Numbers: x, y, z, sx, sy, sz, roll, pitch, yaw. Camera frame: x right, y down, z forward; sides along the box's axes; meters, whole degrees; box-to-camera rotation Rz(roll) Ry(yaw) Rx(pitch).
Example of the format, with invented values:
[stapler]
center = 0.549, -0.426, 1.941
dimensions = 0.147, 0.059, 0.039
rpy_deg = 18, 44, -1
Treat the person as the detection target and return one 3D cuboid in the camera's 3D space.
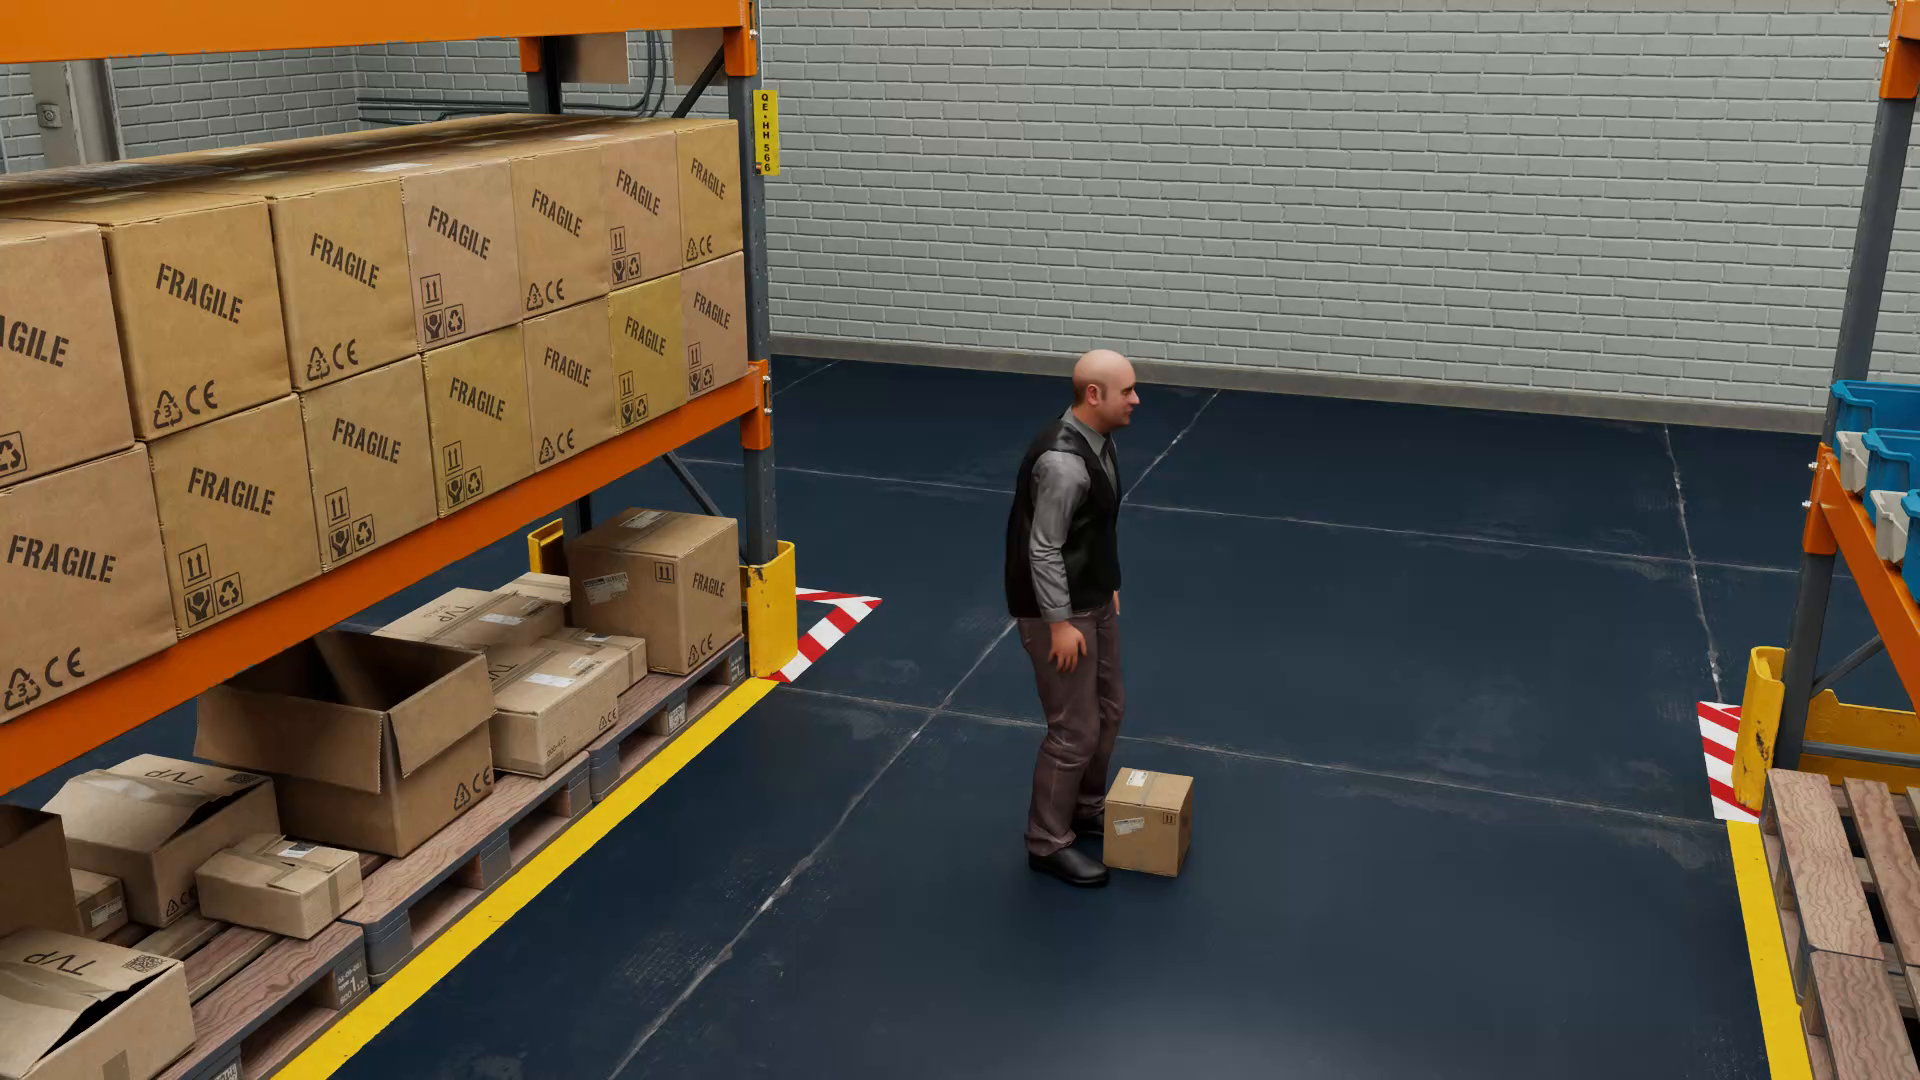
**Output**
[person]
center = 0.384, 0.226, 5.424
dimensions = 0.465, 1.720, 0.580
rpy_deg = 6, 20, 18
